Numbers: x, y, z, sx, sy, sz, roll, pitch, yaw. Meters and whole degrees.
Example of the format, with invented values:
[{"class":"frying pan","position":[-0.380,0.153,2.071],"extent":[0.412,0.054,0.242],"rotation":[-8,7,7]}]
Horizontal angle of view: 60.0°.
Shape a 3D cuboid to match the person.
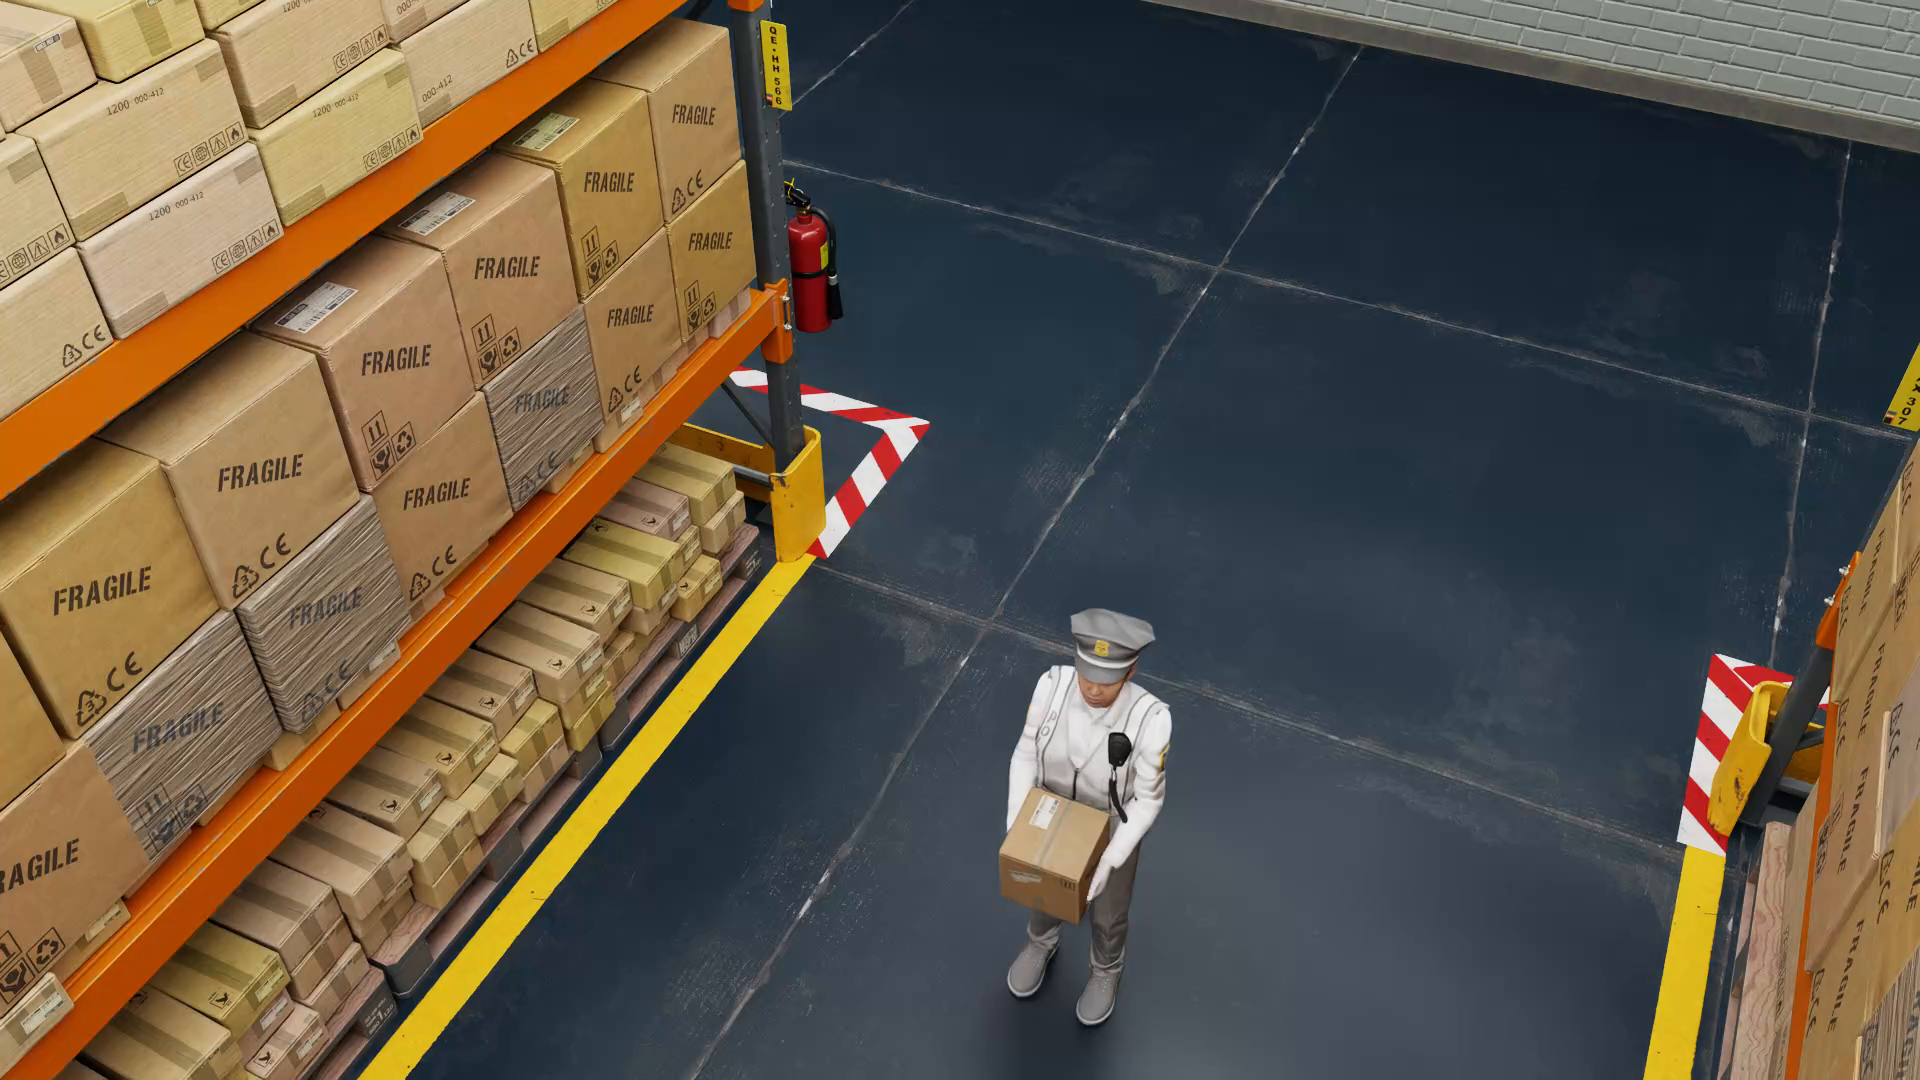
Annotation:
[{"class":"person","position":[0.364,0.914,5.130],"extent":[0.482,1.692,0.517],"rotation":[17,45,18]}]
